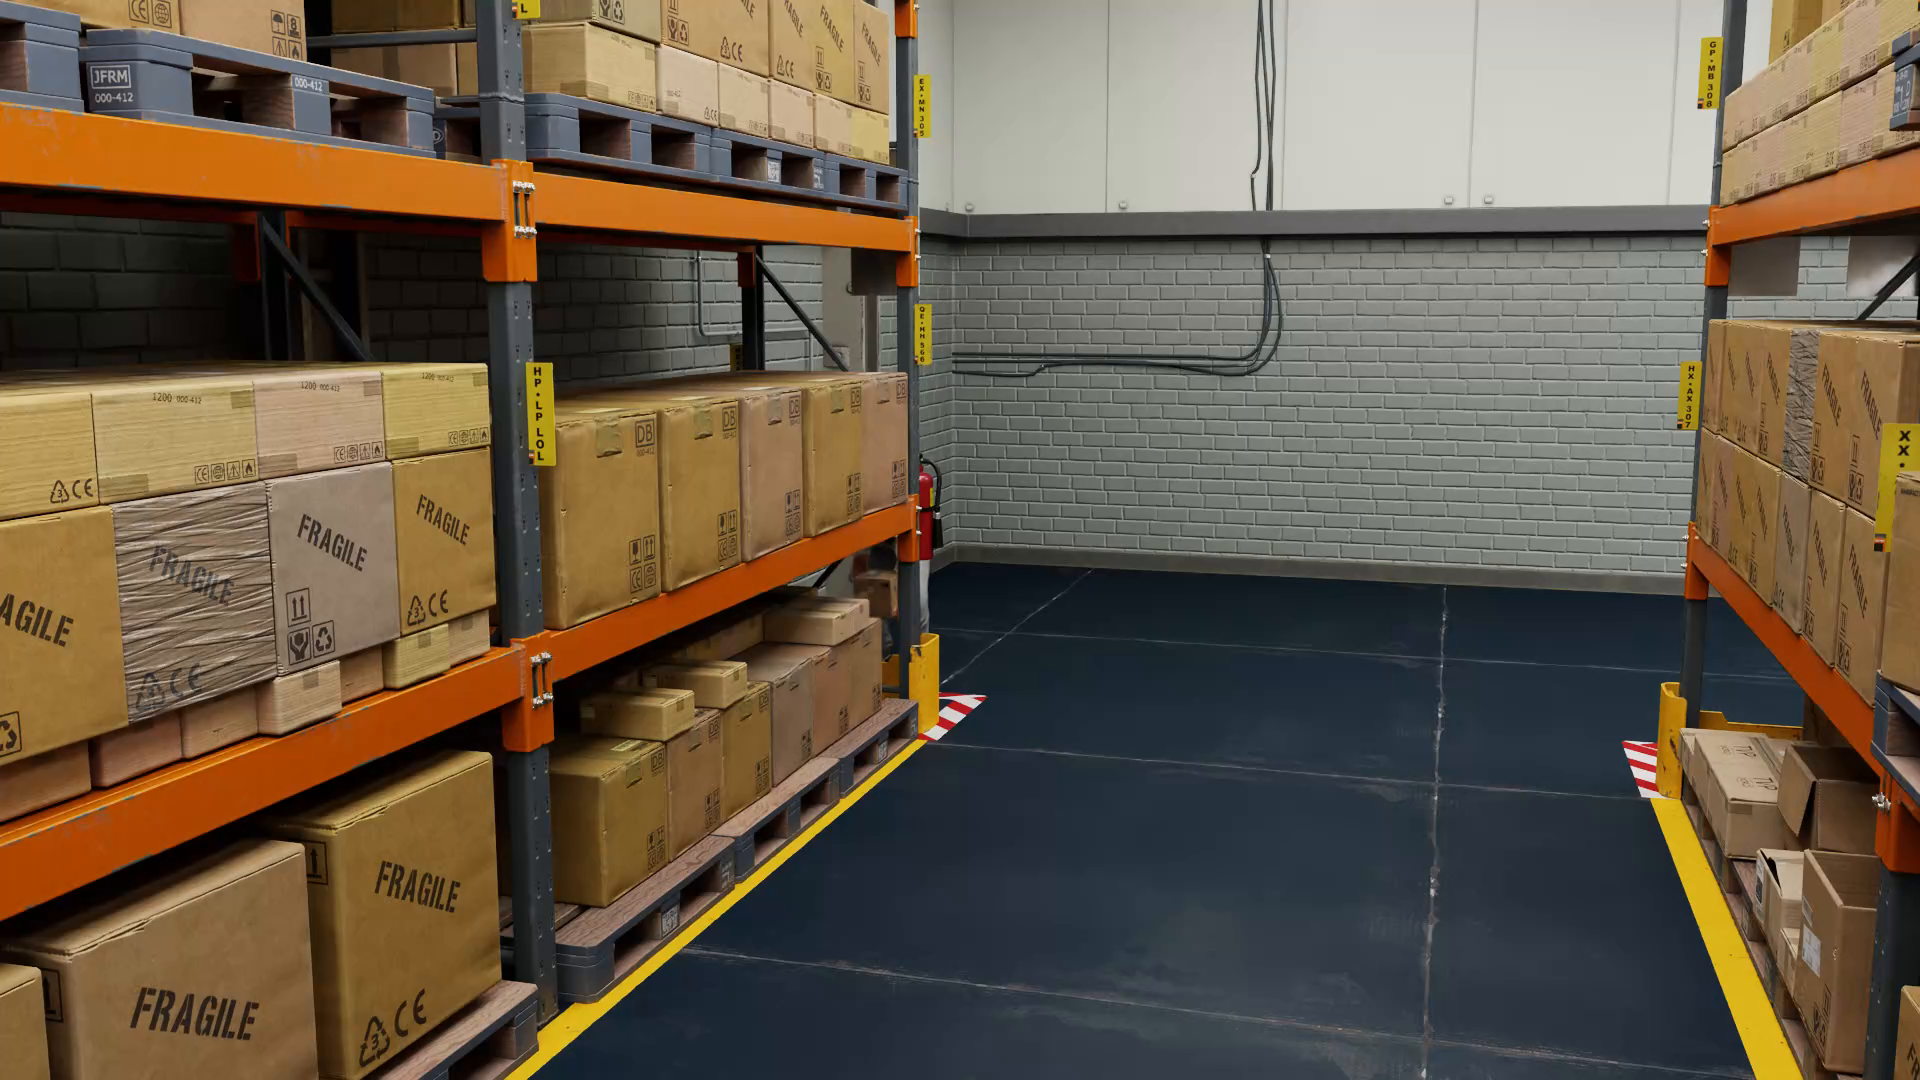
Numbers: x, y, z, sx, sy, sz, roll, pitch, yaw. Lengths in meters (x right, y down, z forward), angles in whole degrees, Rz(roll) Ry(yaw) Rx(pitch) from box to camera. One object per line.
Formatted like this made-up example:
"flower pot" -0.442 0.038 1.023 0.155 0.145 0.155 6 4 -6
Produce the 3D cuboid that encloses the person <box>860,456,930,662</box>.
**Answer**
"person" -0.420 0.012 10.811 0.452 1.657 0.566 2 9 15
